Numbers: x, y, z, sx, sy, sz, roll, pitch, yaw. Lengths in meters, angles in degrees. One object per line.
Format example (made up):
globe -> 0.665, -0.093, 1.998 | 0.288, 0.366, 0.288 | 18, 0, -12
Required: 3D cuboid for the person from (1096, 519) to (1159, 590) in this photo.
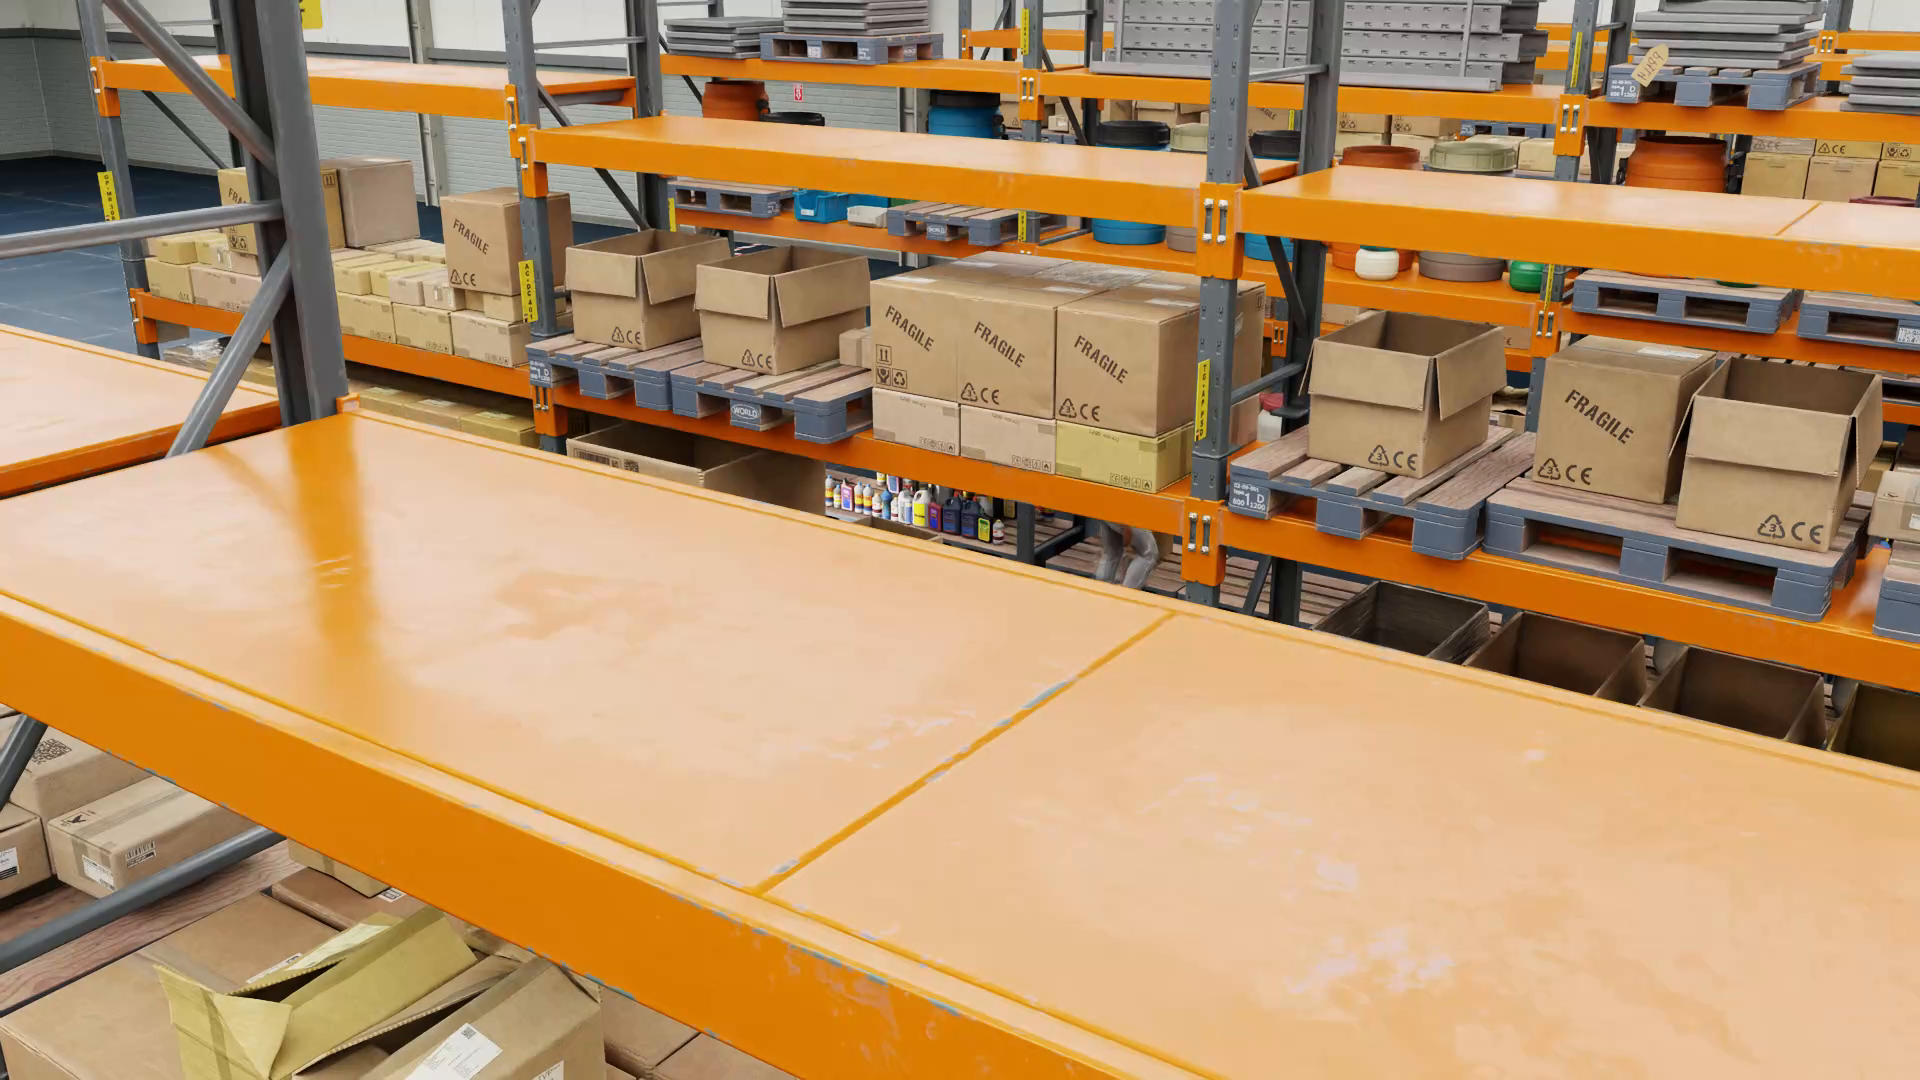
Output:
person -> 1.261, -0.200, 12.792 | 0.479, 1.805, 0.616 | -8, 21, -21
